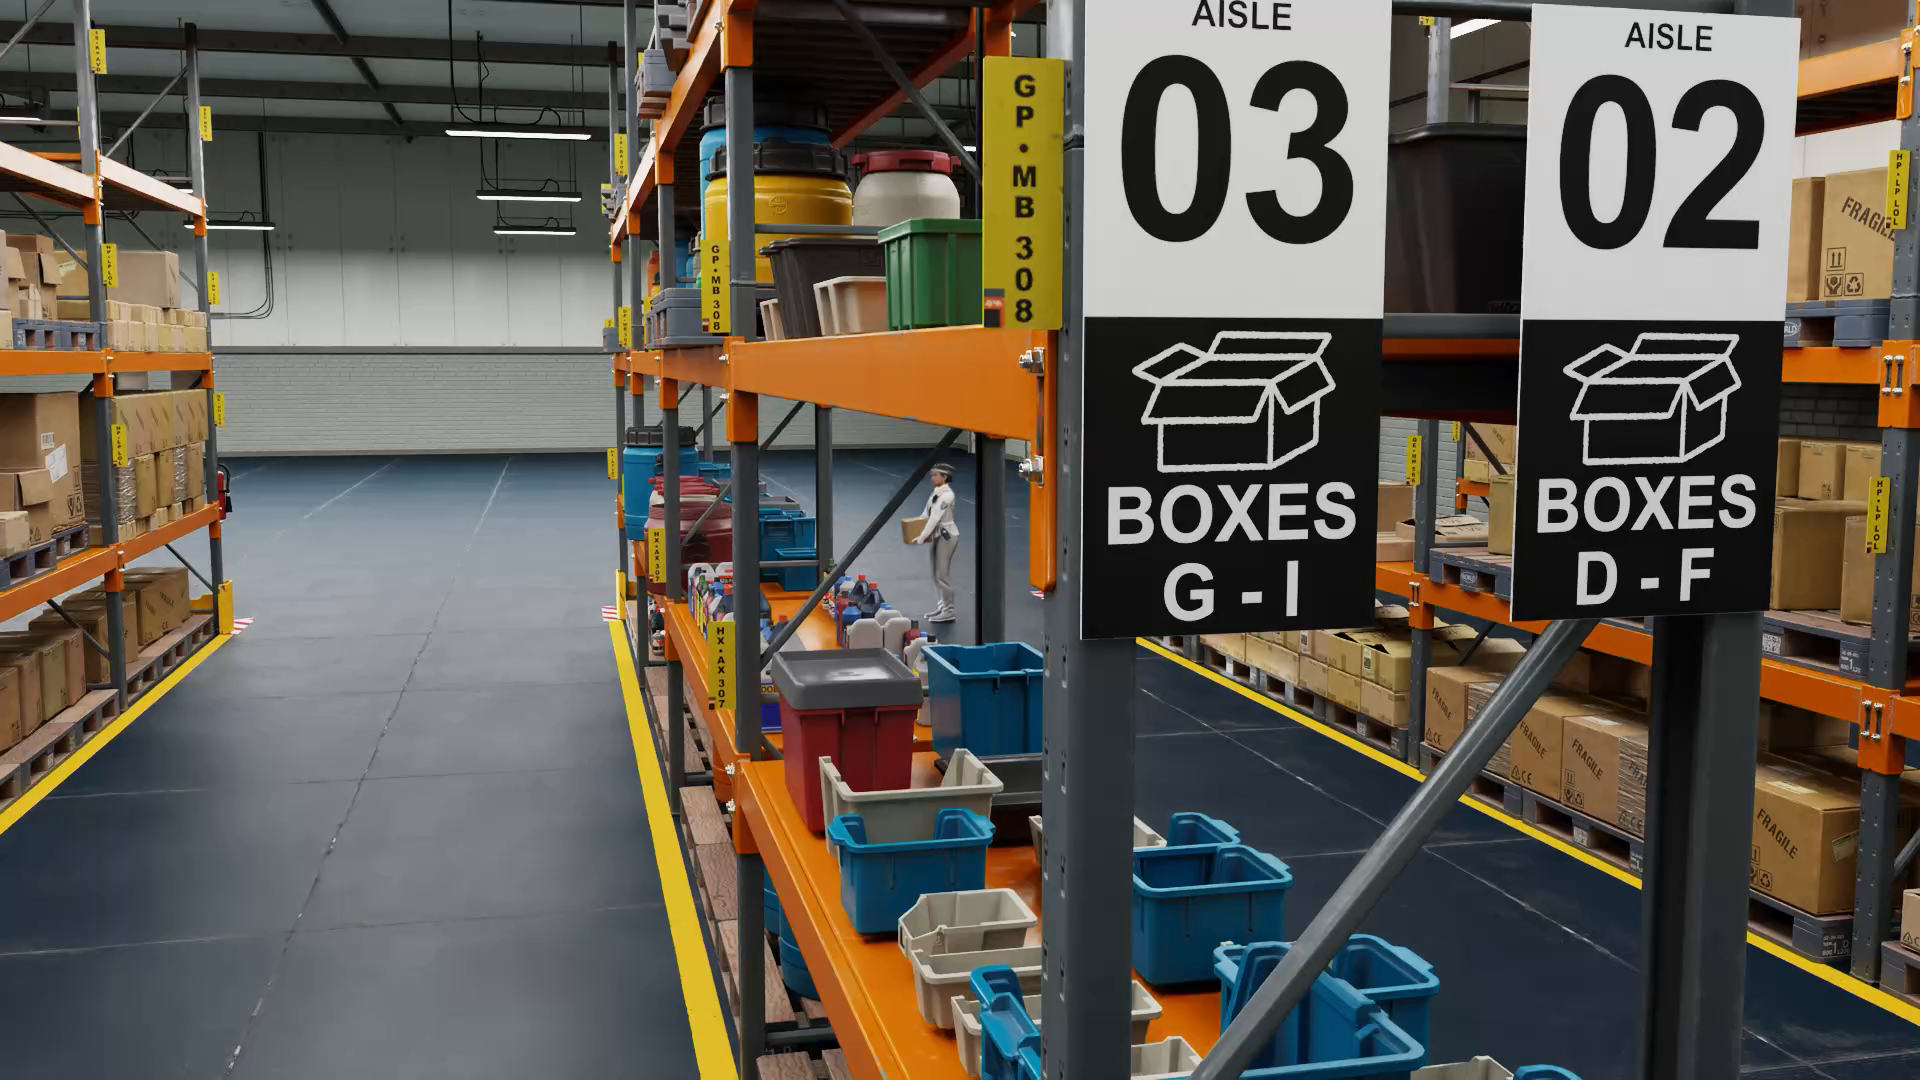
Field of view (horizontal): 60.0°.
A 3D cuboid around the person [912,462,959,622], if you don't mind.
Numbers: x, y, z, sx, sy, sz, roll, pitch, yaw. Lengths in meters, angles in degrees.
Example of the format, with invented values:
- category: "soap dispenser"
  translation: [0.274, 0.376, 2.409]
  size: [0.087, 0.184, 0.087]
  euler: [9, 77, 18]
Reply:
- category: "person"
  translation: [-0.276, 0.014, 17.491]
  size: [0.526, 1.688, 0.416]
  euler: [-2, 6, -15]
